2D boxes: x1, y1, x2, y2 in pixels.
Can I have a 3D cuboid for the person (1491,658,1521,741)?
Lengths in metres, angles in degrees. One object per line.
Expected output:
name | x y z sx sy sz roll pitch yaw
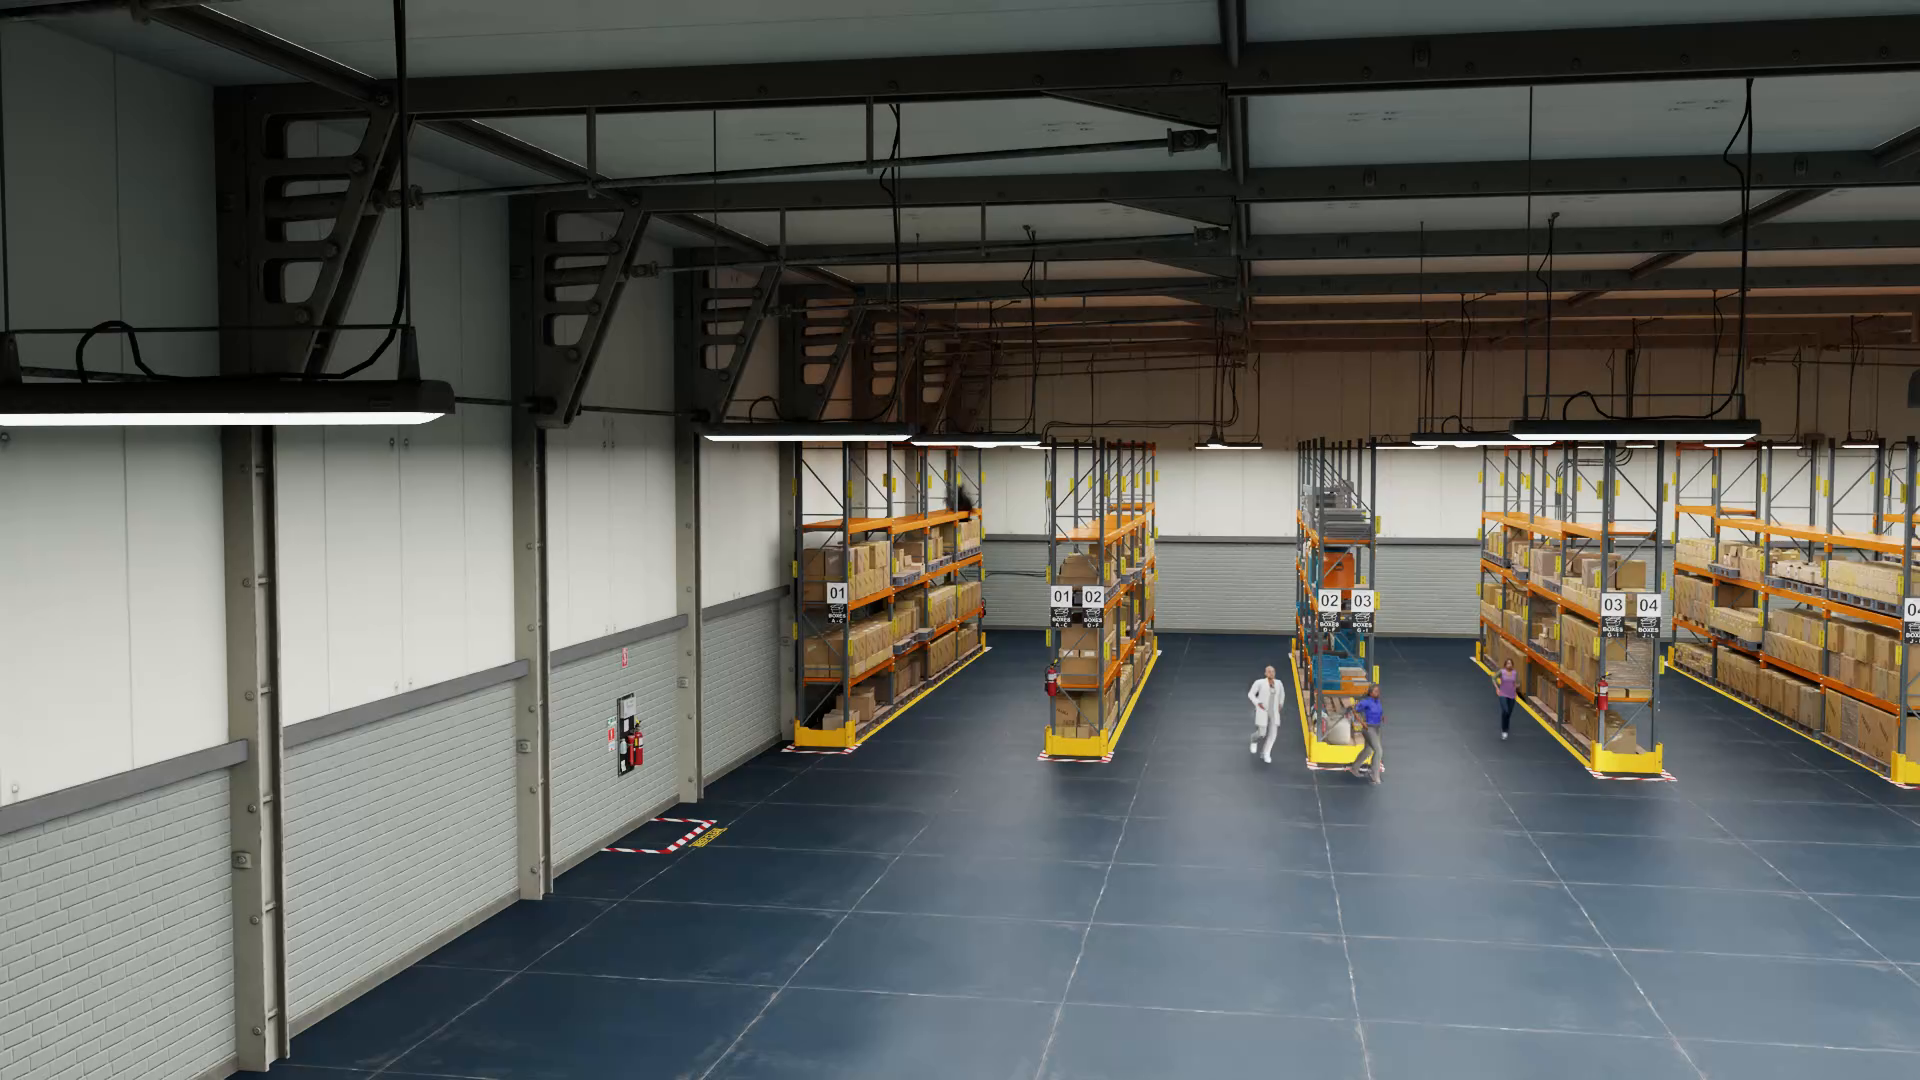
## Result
person | 10.928 3.169 33.210 0.519 1.644 0.722 0 3 1

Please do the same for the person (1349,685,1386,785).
person | 7.124 3.378 28.898 0.684 1.711 0.601 3 4 43

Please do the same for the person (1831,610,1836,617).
person | 23.724 2.531 45.228 0.829 1.653 0.607 1 3 19

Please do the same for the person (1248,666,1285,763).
person | 5.730 3.222 31.006 0.732 1.754 0.759 -1 3 -10
